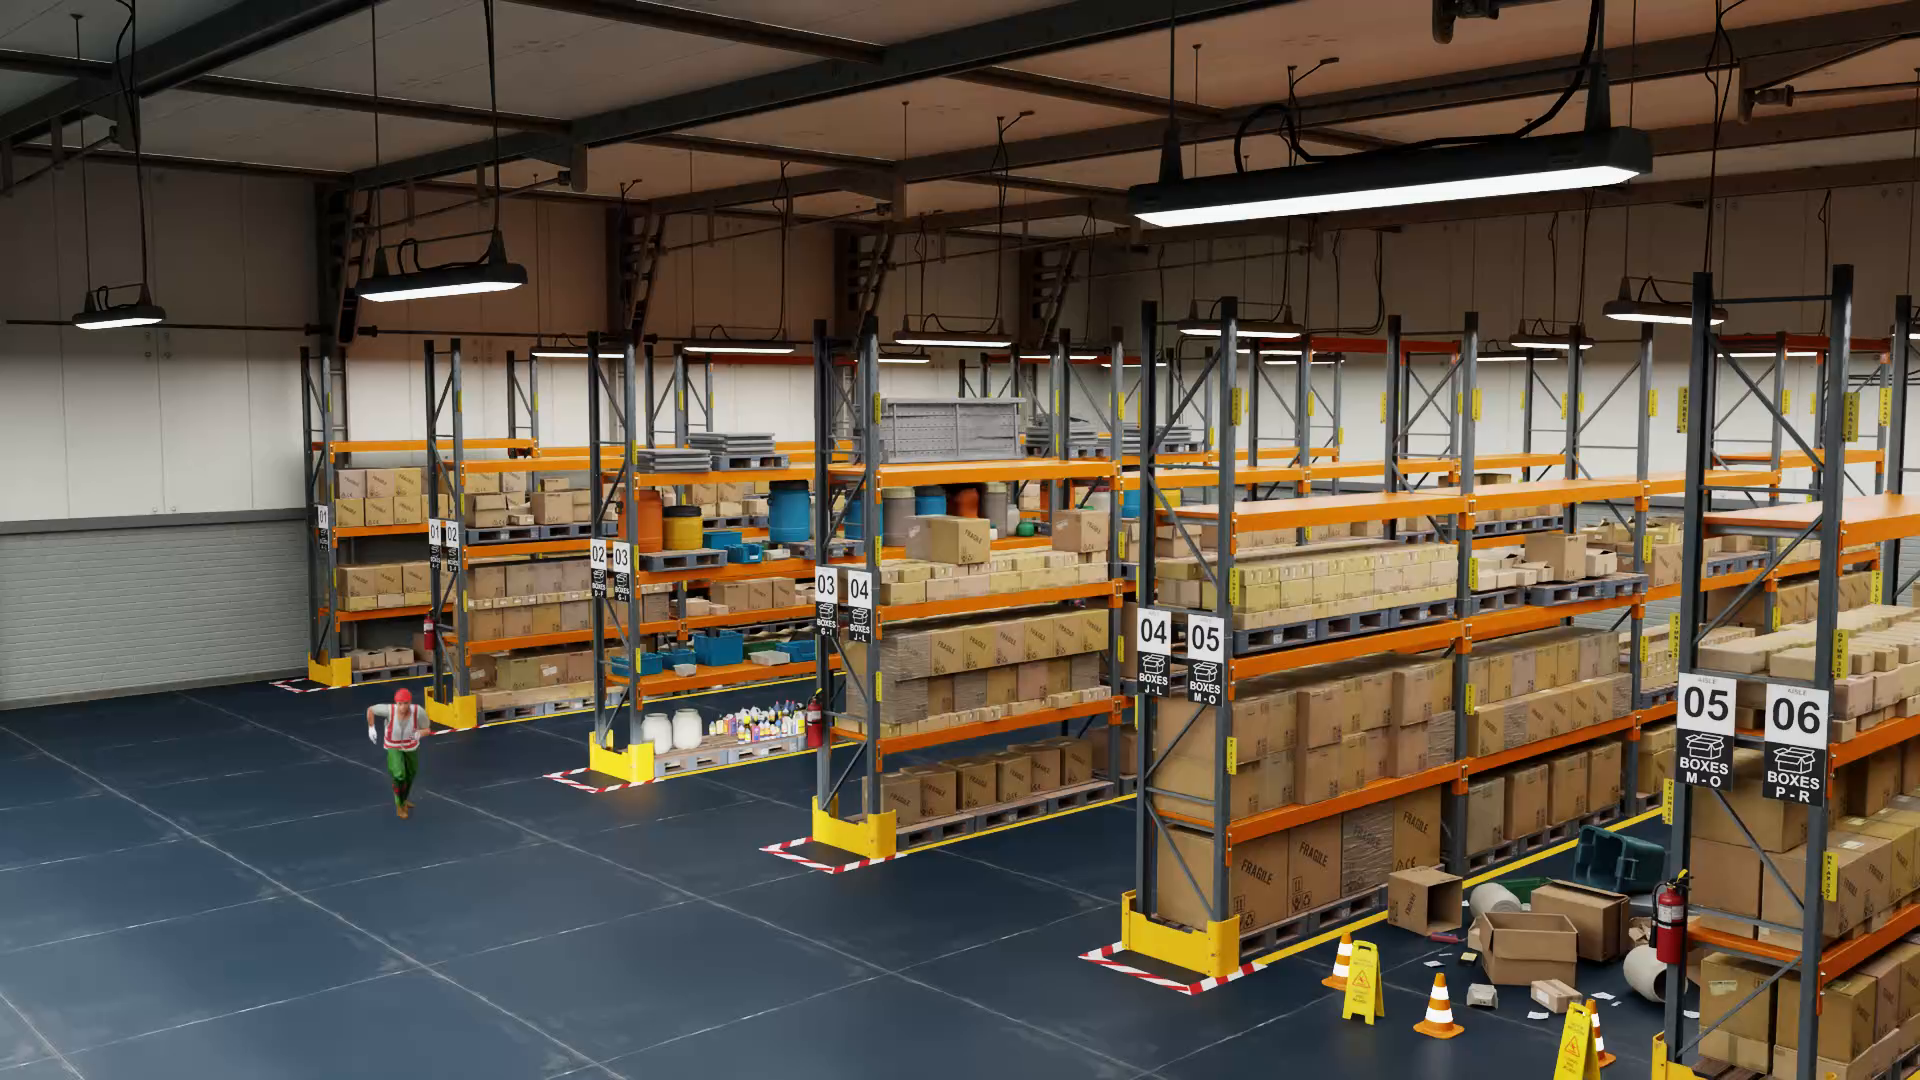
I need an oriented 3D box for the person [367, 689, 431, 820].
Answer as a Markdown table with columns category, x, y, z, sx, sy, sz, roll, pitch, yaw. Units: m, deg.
| category | x | y | z | sx | sy | sz | roll | pitch | yaw |
| --- | --- | --- | --- | --- | --- | --- | --- | --- | --- |
| person | -6.802 | 2.581 | 20.183 | 0.704 | 1.656 | 0.978 | -2 | 6 | -24 |
